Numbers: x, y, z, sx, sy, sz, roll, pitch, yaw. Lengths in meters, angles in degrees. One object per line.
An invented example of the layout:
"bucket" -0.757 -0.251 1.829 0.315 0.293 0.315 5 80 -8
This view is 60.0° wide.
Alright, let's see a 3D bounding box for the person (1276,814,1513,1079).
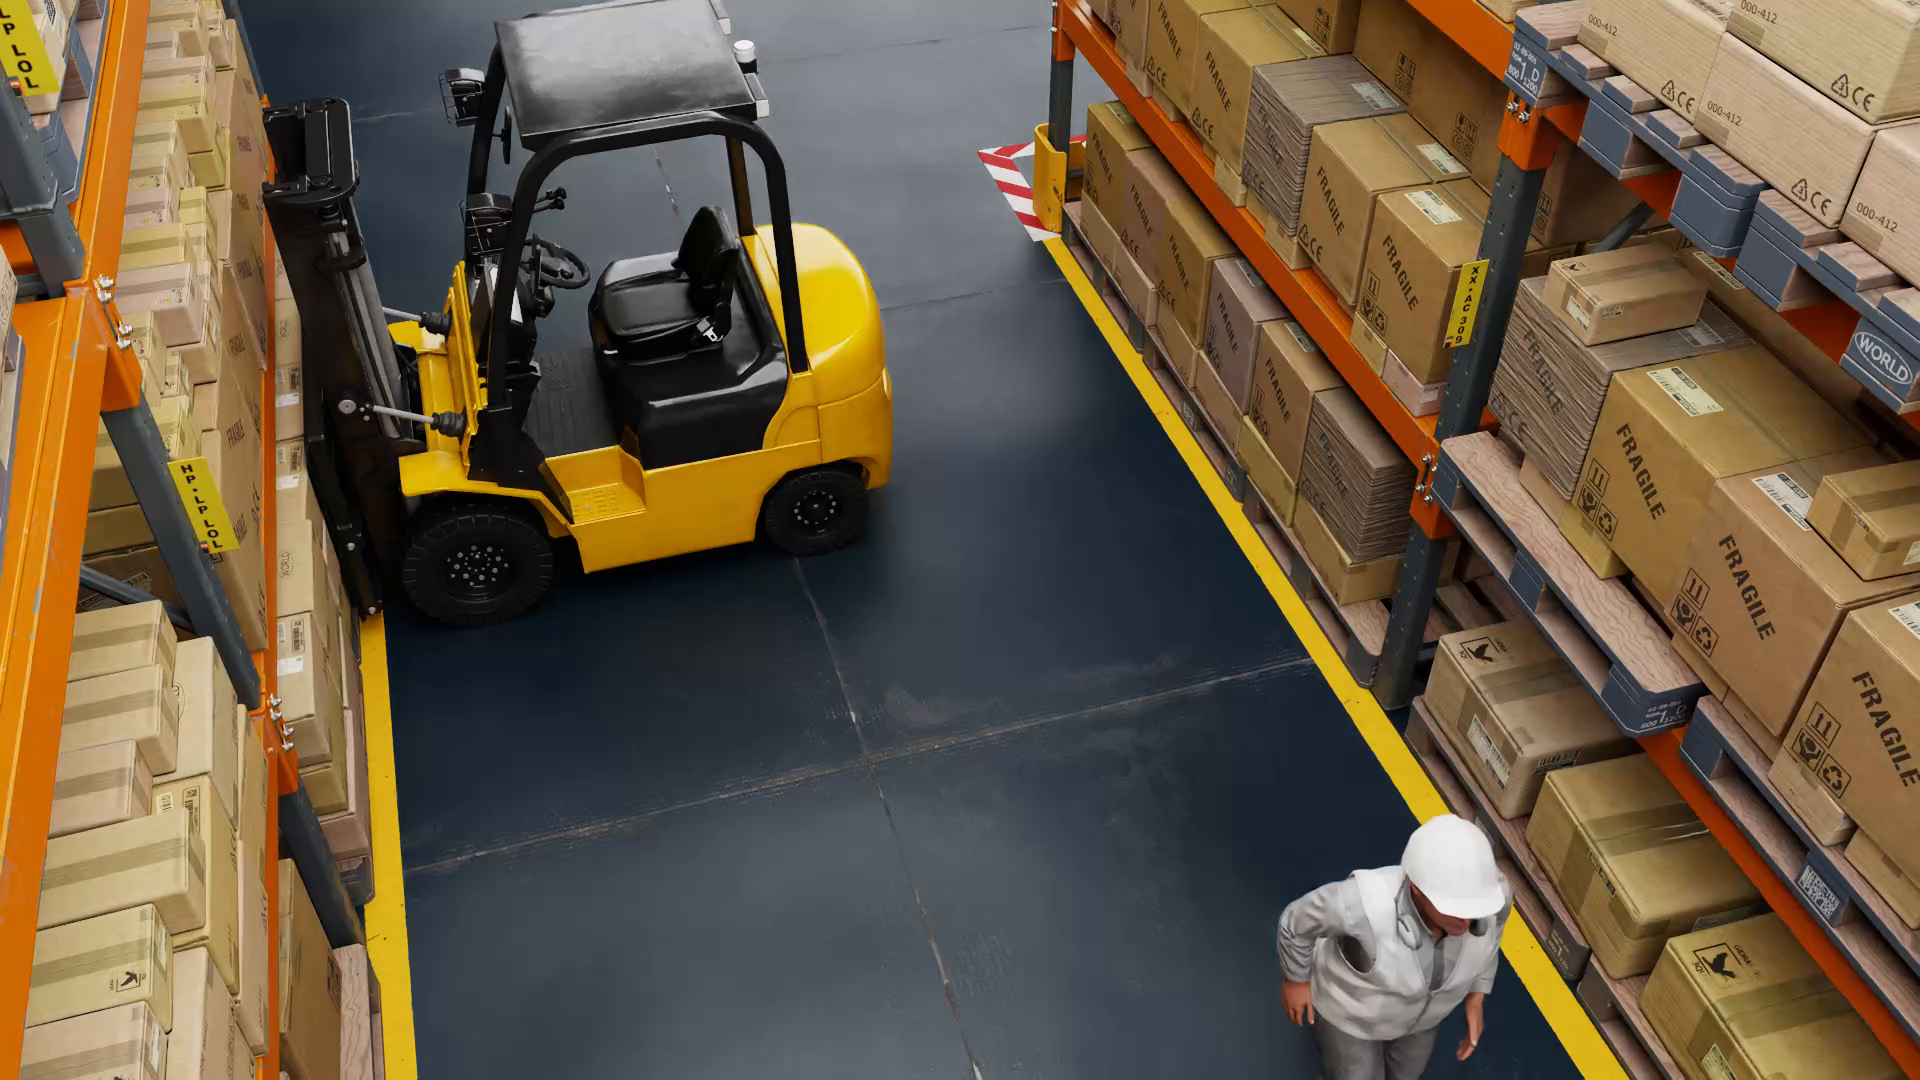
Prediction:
"person" 1.182 1.232 4.799 0.631 1.726 0.744 -11 43 -12
